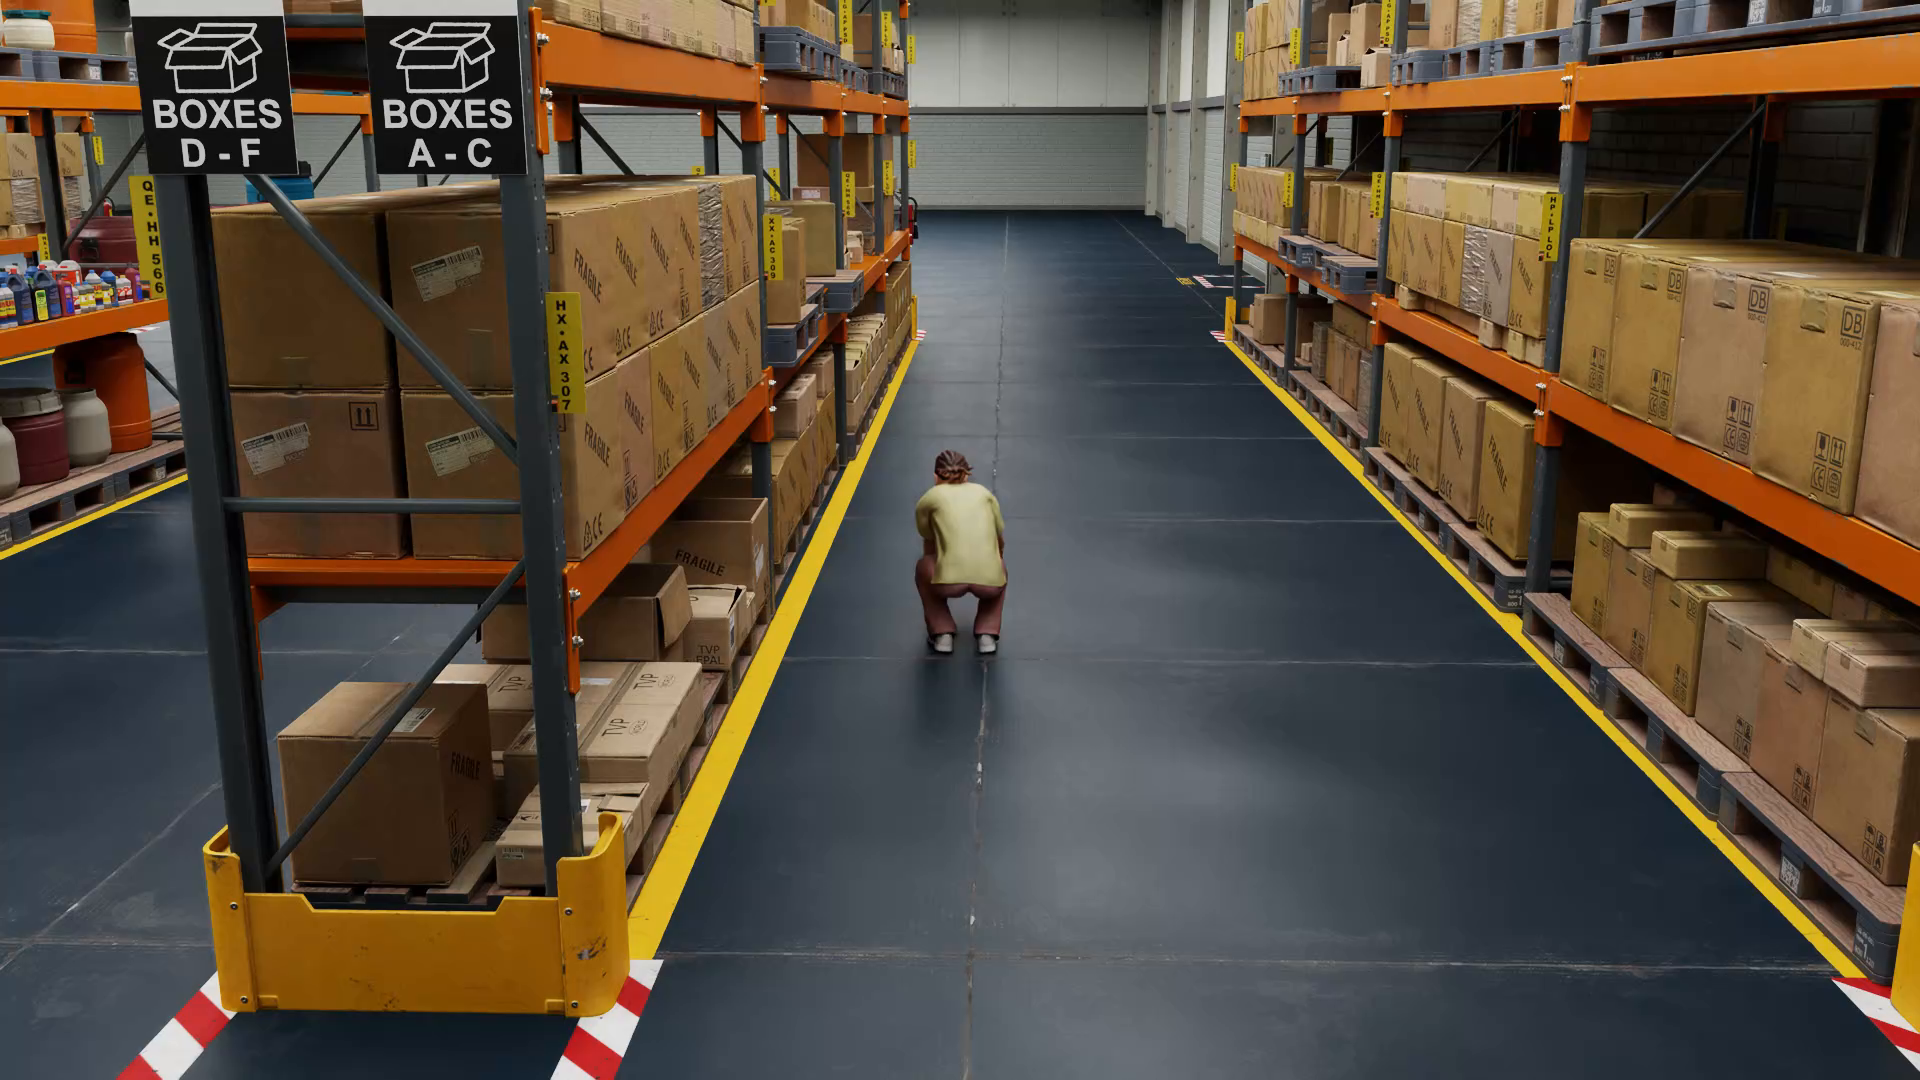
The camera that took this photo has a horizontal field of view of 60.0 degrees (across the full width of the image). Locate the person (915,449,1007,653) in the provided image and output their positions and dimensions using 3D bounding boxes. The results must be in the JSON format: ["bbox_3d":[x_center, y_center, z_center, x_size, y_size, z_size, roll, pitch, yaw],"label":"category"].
[{"bbox_3d":[0.009,0.044,8.371,0.472,0.938,0.804,-1,14,-2],"label":"person"}]
